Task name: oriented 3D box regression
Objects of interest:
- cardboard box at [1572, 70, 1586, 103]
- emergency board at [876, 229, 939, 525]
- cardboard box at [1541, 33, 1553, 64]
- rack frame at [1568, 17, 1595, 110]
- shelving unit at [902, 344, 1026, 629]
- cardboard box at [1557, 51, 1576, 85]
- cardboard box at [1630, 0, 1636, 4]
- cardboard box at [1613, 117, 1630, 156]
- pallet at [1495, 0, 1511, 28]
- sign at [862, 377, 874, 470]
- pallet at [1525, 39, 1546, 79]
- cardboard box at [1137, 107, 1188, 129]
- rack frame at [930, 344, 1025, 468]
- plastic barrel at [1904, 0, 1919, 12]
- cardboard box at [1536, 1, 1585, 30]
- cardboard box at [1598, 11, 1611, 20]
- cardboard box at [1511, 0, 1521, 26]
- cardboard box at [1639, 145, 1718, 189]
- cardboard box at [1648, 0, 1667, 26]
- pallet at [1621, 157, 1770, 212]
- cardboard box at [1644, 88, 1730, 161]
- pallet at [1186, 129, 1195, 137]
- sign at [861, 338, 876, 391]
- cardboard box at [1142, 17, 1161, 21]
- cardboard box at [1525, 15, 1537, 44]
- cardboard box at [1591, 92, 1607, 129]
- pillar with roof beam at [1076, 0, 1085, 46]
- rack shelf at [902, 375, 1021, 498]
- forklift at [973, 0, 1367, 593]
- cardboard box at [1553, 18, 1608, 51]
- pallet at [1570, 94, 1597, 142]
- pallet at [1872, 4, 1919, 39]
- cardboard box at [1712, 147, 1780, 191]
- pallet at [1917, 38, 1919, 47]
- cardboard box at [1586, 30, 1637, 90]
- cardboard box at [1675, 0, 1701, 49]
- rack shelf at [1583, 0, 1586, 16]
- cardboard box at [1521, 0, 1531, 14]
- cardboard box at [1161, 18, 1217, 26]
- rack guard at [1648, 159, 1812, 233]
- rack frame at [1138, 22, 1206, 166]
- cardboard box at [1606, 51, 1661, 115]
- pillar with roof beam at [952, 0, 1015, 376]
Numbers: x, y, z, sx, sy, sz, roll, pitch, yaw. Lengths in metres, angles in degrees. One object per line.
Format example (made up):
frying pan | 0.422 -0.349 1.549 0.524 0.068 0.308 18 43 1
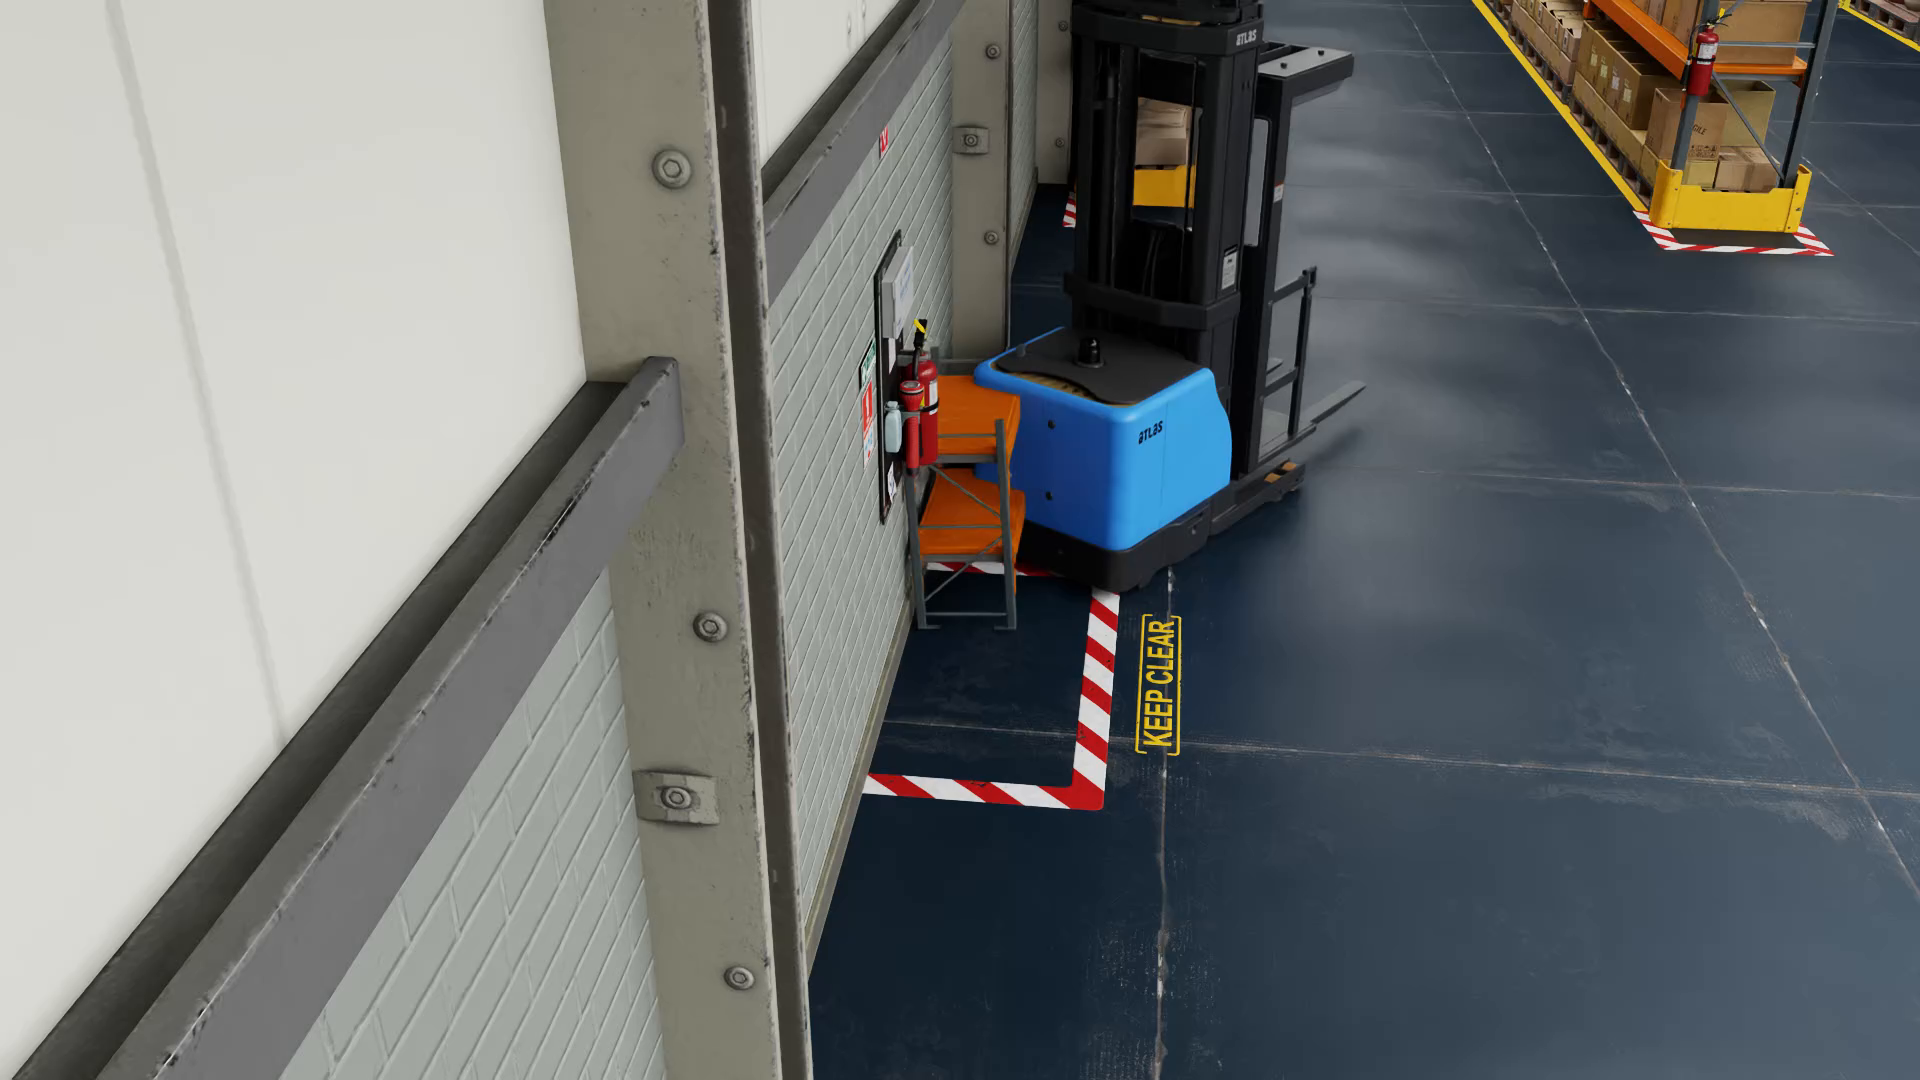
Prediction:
cardboard box | 6.684 -4.703 17.272 0.500 0.250 0.500 3 28 6
emergency board | -0.214 -0.727 7.436 0.194 1.169 0.643 3 28 6
cardboard box | 6.930 -5.594 18.927 0.500 0.250 0.500 4 29 7
rack frame | 7.041 -5.929 17.092 1.000 3.000 0.127 3 28 6
shelving unit | 0.064 -0.290 8.563 0.538 1.125 1.048 0 27 8
cardboard box | 6.804 -5.115 18.038 0.500 0.250 0.500 3 28 6
cardboard box | 6.935 -5.515 16.219 0.700 0.500 0.500 3 28 6
cardboard box | 6.432 -3.761 15.526 0.500 0.250 0.500 3 28 6
pallet | 7.660 -6.933 21.897 1.003 0.211 1.213 3 28 6
sign | -0.384 -0.488 6.955 0.001 0.329 0.234 3 28 6
pallet | 7.240 -5.626 19.471 1.003 0.211 1.213 3 28 6
cardboard box | 1.878 -3.931 15.755 0.500 0.311 0.500 6 29 10
rack frame | 0.129 -0.517 9.012 0.500 1.125 0.032 0 27 8
plastic barrel | 12.470 -7.114 21.472 0.421 0.512 0.421 0 28 0
cardboard box | 6.993 -6.074 19.226 0.500 0.311 0.500 3 28 6
cardboard box | 7.468 -5.809 18.735 0.500 0.311 0.500 2 28 5
cardboard box | 7.176 -6.557 20.714 0.500 0.250 0.500 3 28 6
cardboard box | 6.324 -3.290 14.650 0.500 0.250 0.500 3 28 6
cardboard box | 6.808 -5.038 15.333 0.700 0.500 0.500 4 29 8
pallet | 6.603 -3.181 14.931 1.003 0.211 1.213 3 28 6
cardboard box | 6.322 -3.620 14.473 0.500 0.500 0.500 3 28 6
pallet | 1.930 -4.093 16.625 1.003 0.211 1.213 3 28 6
sign | -0.375 -0.723 6.833 0.001 0.109 0.331 3 28 6
cardboard box | 1.499 -4.506 14.589 0.500 0.250 0.500 4 29 7
cardboard box | 7.057 -6.075 19.820 0.500 0.250 0.500 3 28 5
cardboard box | 6.551 -4.232 16.400 0.500 0.250 0.500 3 28 6
pillar with roof beam | 5.869 -9.927 18.189 9.100 9.000 0.400 3 28 6
rack shelf | 0.044 -0.551 8.433 0.538 0.278 1.000 0 27 8
forklift | 1.381 -1.645 9.213 1.130 2.935 3.031 21 35 34
cardboard box | 6.864 -5.603 18.352 0.500 0.311 0.500 4 29 8
pallet | 6.902 -4.329 17.063 1.003 0.211 1.213 3 28 6
pallet | 12.502 -6.668 21.404 1.003 0.211 1.213 3 28 6
cardboard box | 6.838 -3.260 14.594 0.500 0.250 0.500 3 28 6
pallet | 12.313 -5.932 20.038 1.003 0.211 1.213 3 28 6
cardboard box | 6.620 -4.797 16.658 0.500 0.500 0.500 3 28 6
cardboard box | 6.681 -4.556 14.440 0.700 0.500 0.500 4 29 8
rack shelf | 7.286 -6.554 19.010 1.077 0.370 4.000 3 28 6
cardboard box | 7.120 -6.556 20.121 0.500 0.311 0.500 3 28 5
cardboard box | 2.009 -4.486 14.551 0.500 0.250 0.500 3 28 5
rack guard | 6.548 -2.934 14.169 1.175 0.500 0.348 3 28 6
rack frame | 1.634 -4.332 14.128 1.000 3.000 0.127 3 28 6
cardboard box | 6.492 -4.327 15.785 0.500 0.500 0.500 3 28 6
pillar with roof beam | 4.399 -4.278 7.704 9.100 9.000 0.400 3 28 6
